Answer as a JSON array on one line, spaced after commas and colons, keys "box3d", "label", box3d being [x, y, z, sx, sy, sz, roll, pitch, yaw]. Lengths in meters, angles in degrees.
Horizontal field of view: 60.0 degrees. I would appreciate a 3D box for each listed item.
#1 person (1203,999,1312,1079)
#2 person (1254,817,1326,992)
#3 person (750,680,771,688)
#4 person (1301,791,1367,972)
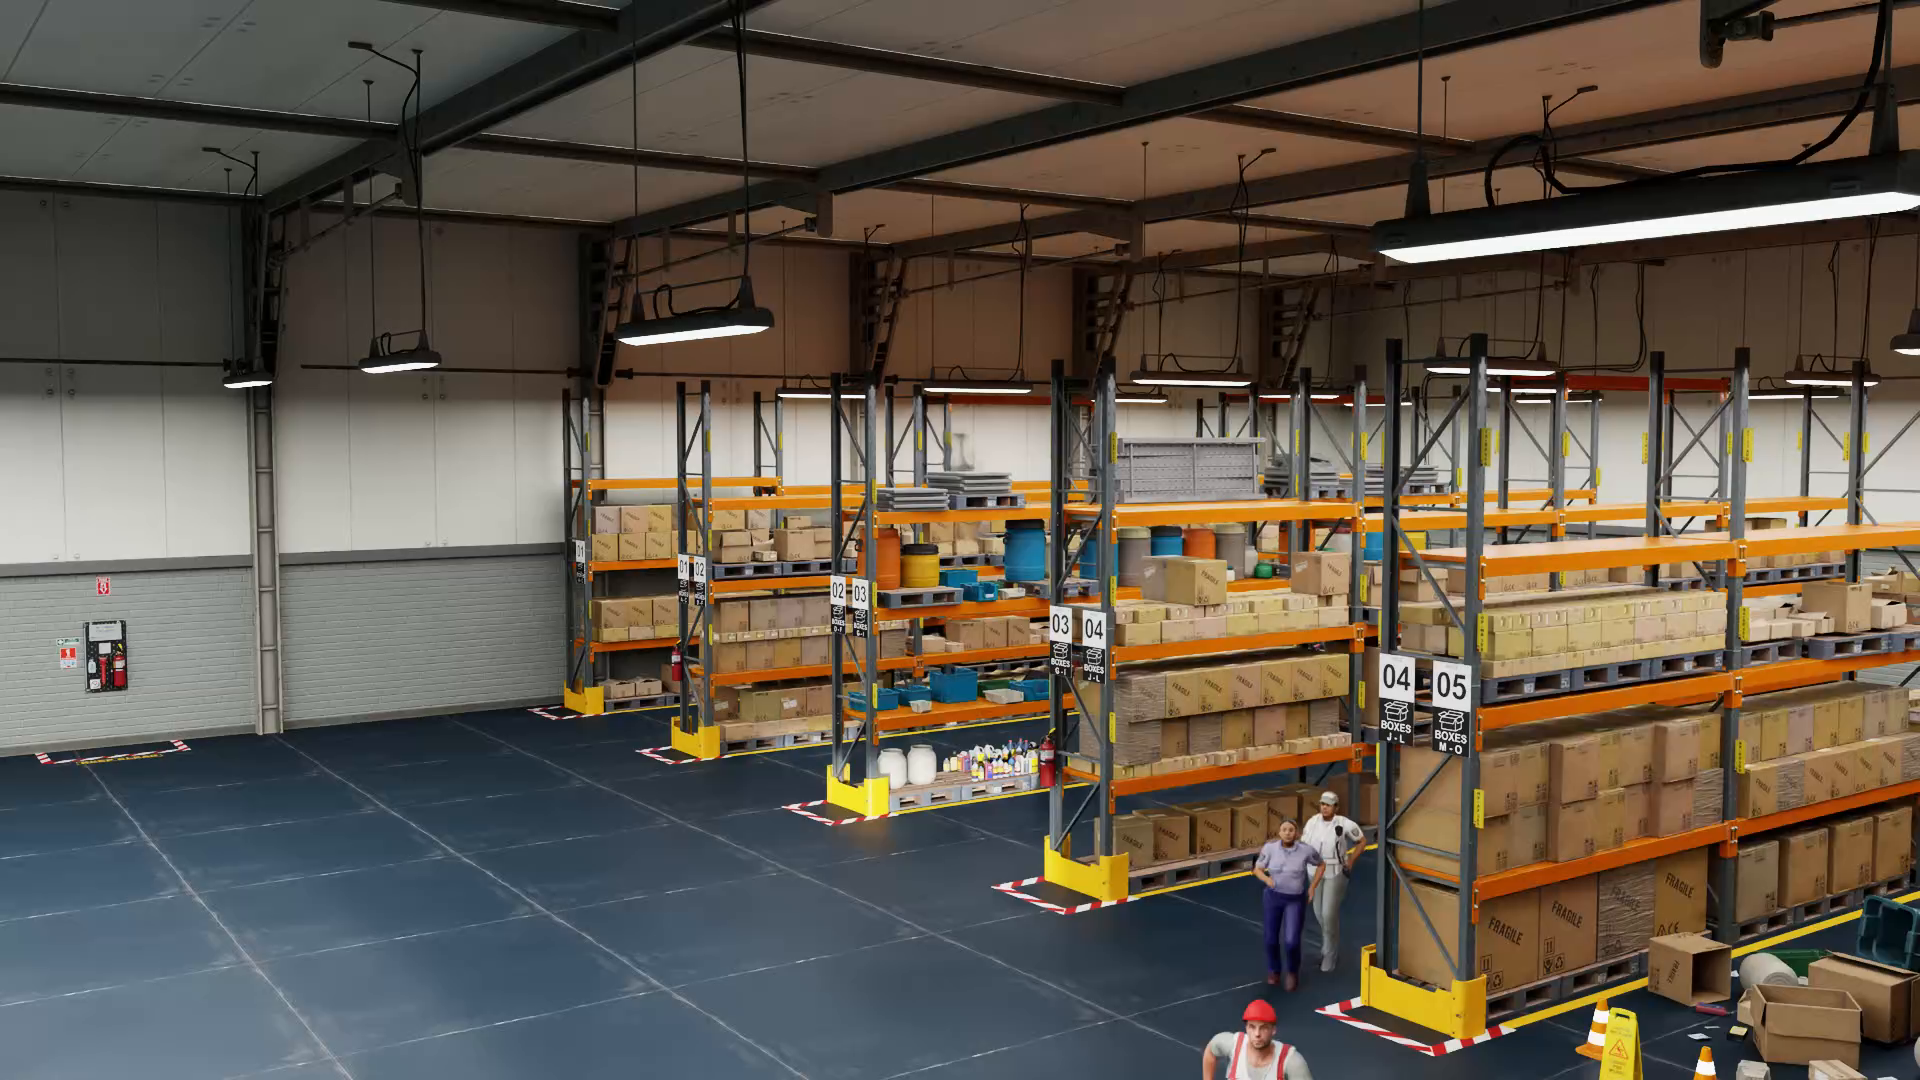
[{"box3d": [1.793, 3.630, 10.063, 0.693, 1.805, 0.857, 1, 4, 15], "label": "person"}, {"box3d": [3.024, 3.372, 15.359, 0.632, 1.624, 0.660, 1, 4, 20], "label": "person"}, {"box3d": [-3.544, 2.485, 29.565, 0.515, 1.554, 0.627, 3, 5, 37], "label": "person"}, {"box3d": [3.582, 3.302, 16.180, 0.584, 1.725, 0.701, 3, 5, 38], "label": "person"}]
